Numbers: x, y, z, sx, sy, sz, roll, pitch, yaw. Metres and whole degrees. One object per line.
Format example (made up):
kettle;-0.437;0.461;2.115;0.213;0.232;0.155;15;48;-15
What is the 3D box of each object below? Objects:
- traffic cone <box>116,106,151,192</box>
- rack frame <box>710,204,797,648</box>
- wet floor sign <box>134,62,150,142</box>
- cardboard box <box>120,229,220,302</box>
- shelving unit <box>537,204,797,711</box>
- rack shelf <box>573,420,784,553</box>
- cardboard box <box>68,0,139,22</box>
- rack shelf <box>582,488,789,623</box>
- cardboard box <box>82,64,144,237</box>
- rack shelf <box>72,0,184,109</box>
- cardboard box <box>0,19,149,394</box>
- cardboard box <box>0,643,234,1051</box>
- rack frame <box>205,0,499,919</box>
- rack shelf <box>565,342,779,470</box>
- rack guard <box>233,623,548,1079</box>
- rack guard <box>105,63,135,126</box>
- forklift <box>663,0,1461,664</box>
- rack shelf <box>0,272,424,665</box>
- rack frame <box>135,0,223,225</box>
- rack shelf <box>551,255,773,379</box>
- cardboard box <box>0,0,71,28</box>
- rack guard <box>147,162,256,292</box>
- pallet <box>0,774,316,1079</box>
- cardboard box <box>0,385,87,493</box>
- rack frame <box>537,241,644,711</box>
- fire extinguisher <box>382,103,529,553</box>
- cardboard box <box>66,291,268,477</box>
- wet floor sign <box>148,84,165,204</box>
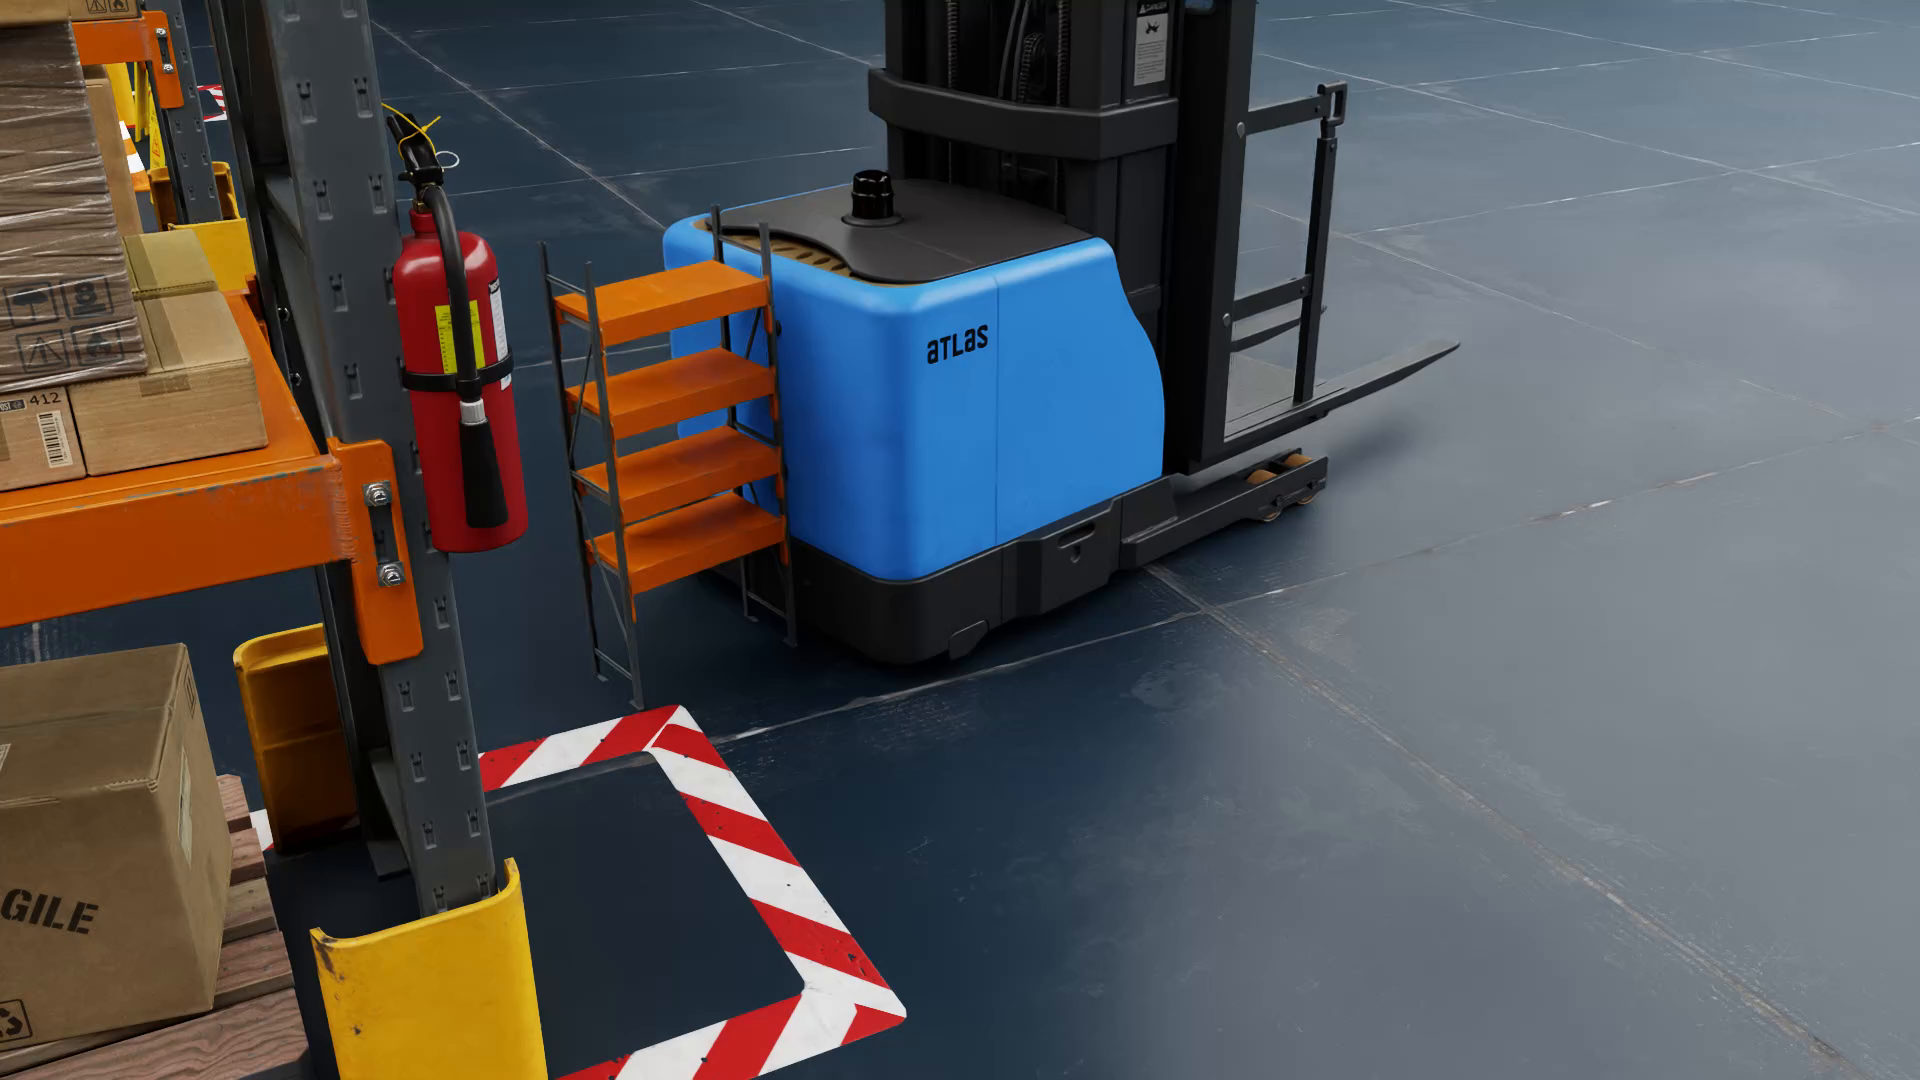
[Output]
traffic cone;-4.711;-2.210;9.318;0.334;0.463;0.336;-13;29;-25
rack frame;-0.544;-0.280;4.423;0.015;1.200;0.240;-21;33;-35
wet floor sign;-5.090;-2.857;10.455;0.232;0.644;0.267;-4;26;-7
cardboard box;-1.462;-0.423;2.956;0.250;0.149;0.380;-13;29;-25
shelving unit;-0.729;-0.207;4.282;0.503;1.200;0.258;-21;33;-35
rack shelf;-0.728;-0.146;4.312;0.480;0.148;0.258;-21;33;-35
cardboard box;-3.649;-2.393;6.595;0.550;0.550;0.875;-13;29;-25
rack shelf;-0.725;0.032;4.400;0.480;0.148;0.258;-21;33;-35
cardboard box;-3.910;-1.486;6.850;0.875;0.875;0.875;-13;28;-25
rack shelf;-5.107;-1.687;6.129;4.000;0.370;1.077;-13;29;-25
cardboard box;-1.596;-0.581;2.536;0.500;0.500;0.875;-13;29;-25
cardboard box;-1.657;0.555;3.032;0.500;0.500;0.500;-8;27;-16
rack frame;-1.098;-0.504;2.833;0.127;3.000;1.000;-13;29;-25
rack shelf;-0.732;-0.347;4.213;0.480;0.148;0.258;-21;33;-35
rack guard;-1.165;0.639;3.342;0.348;0.500;1.175;-13;29;-25
rack guard;-5.828;-3.146;11.225;0.348;0.500;1.175;-13;29;-25
forklift;0.574;-1.524;5.039;3.031;2.935;1.130;-22;34;-38
rack shelf;-2.863;0.228;2.140;4.000;0.370;1.077;-13;29;-25
rack frame;-3.343;-2.418;6.821;0.127;3.000;1.000;-13;29;-25
rack shelf;-0.735;-0.559;4.107;0.480;0.148;0.258;-21;33;-35
cardboard box;-1.467;-0.927;2.101;0.500;0.500;0.500;-13;29;-25
rack guard;-3.322;-1.296;7.373;0.348;0.500;1.175;-13;29;-25
pallet;-1.898;0.921;3.088;1.213;0.211;1.003;-13;29;-25
cardboard box;-1.473;-0.203;2.497;0.250;0.149;0.380;-13;29;-25
rack frame;-0.915;-0.134;4.141;0.015;1.200;0.240;-21;33;-35
fire extinguisher;-0.780;-0.316;2.532;0.183;0.674;0.296;-13;29;-25
cardboard box;-1.252;-0.253;2.602;0.250;0.149;0.380;-13;29;-25
wet floor sign;-4.249;-2.119;8.918;0.232;0.644;0.267;-19;31;-34
